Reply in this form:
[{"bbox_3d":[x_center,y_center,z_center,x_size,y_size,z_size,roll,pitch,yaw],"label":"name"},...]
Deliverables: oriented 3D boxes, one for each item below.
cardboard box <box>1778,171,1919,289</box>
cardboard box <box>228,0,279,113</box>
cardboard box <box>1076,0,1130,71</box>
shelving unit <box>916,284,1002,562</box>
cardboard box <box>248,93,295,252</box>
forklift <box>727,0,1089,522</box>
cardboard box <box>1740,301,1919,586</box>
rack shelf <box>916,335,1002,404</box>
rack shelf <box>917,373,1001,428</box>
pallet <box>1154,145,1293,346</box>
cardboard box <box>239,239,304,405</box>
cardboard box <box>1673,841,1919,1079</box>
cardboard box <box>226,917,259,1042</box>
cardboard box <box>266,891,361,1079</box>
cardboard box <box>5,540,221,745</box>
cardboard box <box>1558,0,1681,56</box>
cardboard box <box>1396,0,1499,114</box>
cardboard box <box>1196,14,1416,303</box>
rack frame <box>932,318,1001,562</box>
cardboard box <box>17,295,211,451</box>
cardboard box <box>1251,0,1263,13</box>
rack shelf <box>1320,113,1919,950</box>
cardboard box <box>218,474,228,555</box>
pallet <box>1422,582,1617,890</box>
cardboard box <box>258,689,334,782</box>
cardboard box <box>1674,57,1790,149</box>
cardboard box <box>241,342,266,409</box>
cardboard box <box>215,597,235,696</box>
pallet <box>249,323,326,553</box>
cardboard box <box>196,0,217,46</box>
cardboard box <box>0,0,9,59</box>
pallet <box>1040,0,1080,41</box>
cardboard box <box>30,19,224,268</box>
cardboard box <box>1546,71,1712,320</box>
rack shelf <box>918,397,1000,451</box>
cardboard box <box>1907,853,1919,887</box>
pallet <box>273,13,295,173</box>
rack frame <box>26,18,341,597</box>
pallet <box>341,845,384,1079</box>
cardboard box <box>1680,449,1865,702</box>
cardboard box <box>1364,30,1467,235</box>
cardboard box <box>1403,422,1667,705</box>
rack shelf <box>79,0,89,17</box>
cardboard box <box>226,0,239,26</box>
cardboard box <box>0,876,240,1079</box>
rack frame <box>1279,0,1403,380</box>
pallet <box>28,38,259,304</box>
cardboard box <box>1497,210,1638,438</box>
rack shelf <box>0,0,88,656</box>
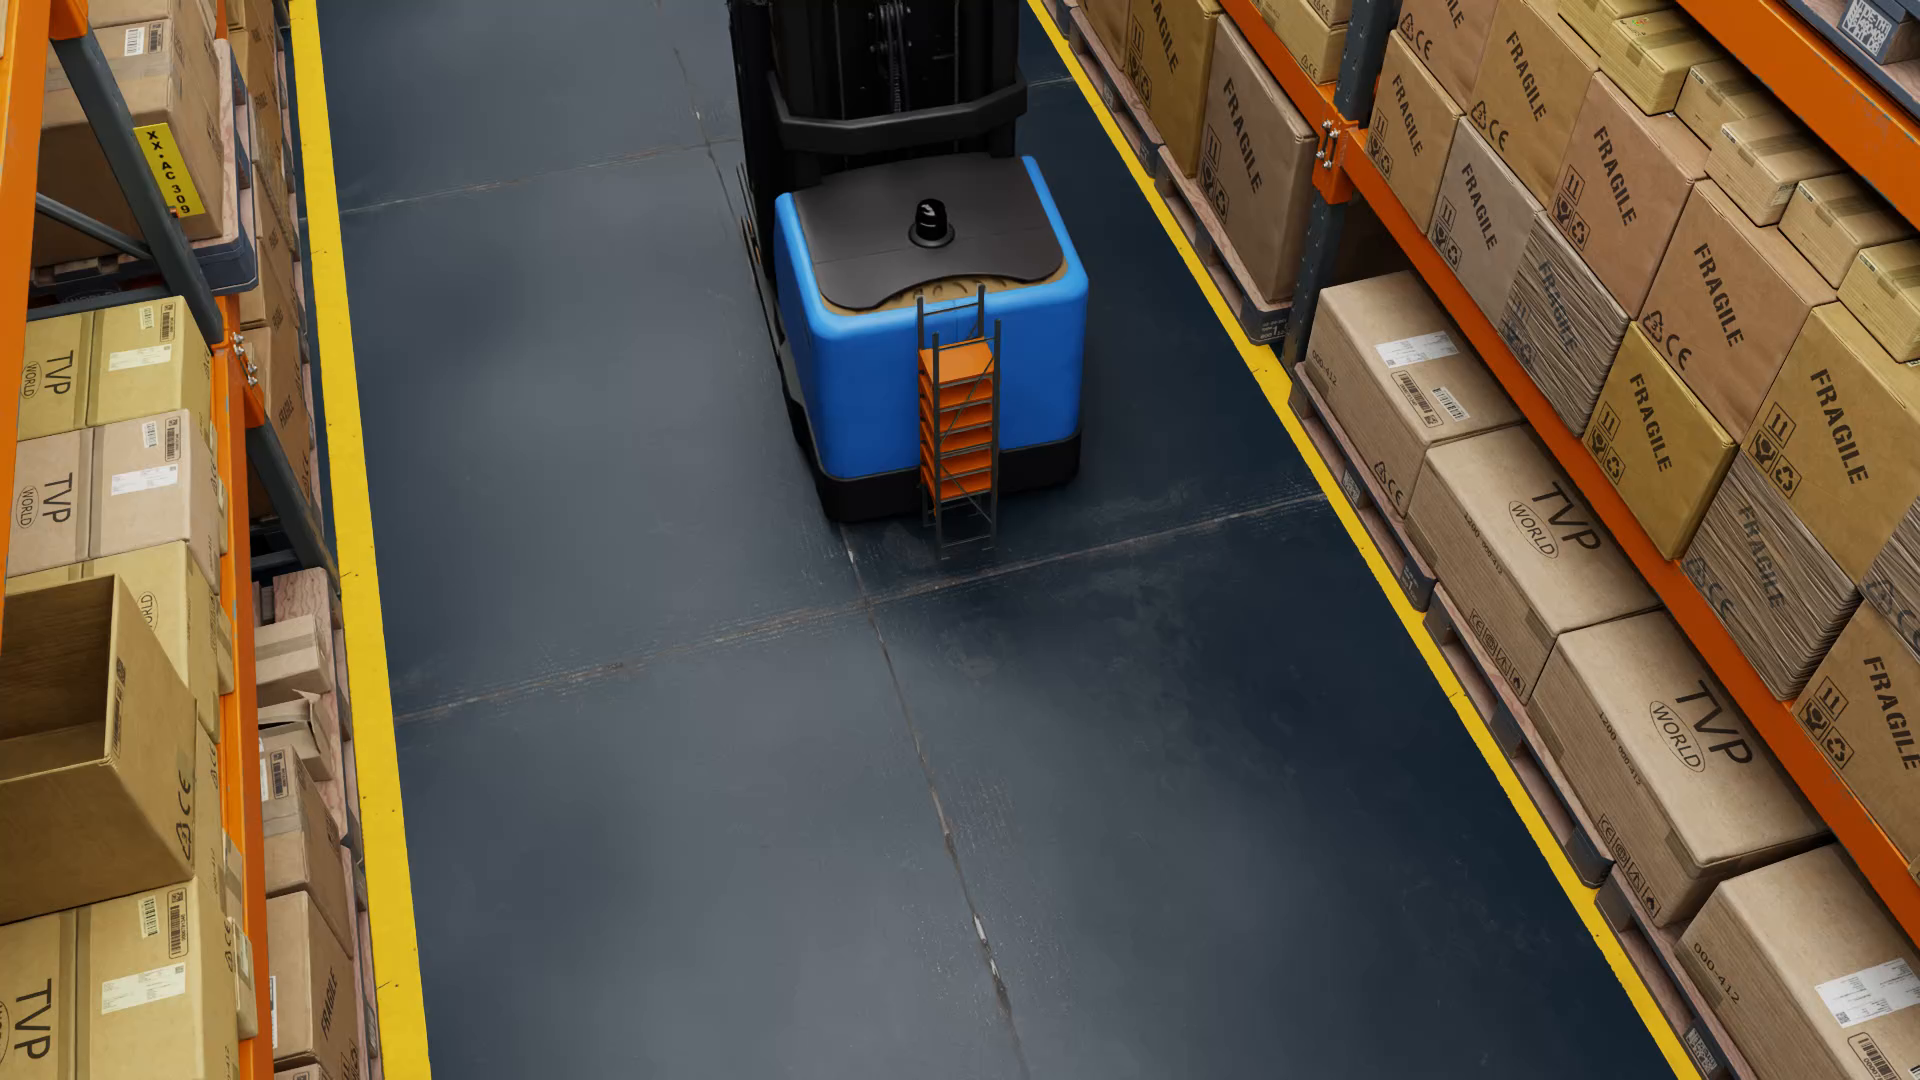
[{"bbox_3d":[2.274,-0.784,4.095,0.380,0.149,0.250,-12,51,-10],"label":"cardboard box"},{"bbox_3d":[-3.577,-2.307,7.883,0.500,0.500,0.500,-14,51,-12],"label":"cardboard box"},{"bbox_3d":[1.080,-3.006,8.227,0.875,0.875,0.875,-13,51,-11],"label":"cardboard box"},{"bbox_3d":[-0.004,-0.397,6.090,0.258,1.200,0.189,-13,51,-11],"label":"shelving unit"},{"bbox_3d":[-3.248,-1.551,7.245,0.500,0.500,0.500,-15,51,-12],"label":"cardboard box"},{"bbox_3d":[-0.372,-2.172,6.453,1.130,2.935,3.031,-11,51,-9],"label":"forklift"},{"bbox_3d":[2.365,-0.278,4.093,0.500,0.500,0.500,-14,51,-11],"label":"cardboard box"},{"bbox_3d":[-0.004,-0.601,5.849,0.258,0.103,0.180,-13,51,-11],"label":"rack shelf"},{"bbox_3d":[-0.004,-0.523,5.940,0.258,0.103,0.180,-13,51,-11],"label":"rack shelf"},{"bbox_3d":[1.578,-1.457,7.630,1.003,0.211,1.213,-13,51,-11],"label":"pallet"},{"bbox_3d":[-2.957,-0.805,6.617,0.500,0.500,0.500,-14,51,-11],"label":"cardboard box"},{"bbox_3d":[2.770,1.343,4.847,0.875,0.438,0.875,-15,51,-12],"label":"cardboard box"},{"bbox_3d":[-1.848,1.064,3.845,0.380,0.149,0.250,-15,51,-12],"label":"cardboard box"},{"bbox_3d":[-2.046,1.397,4.760,0.500,0.500,0.500,-12,51,-10],"label":"cardboard box"},{"bbox_3d":[-2.182,0.315,4.216,0.500,0.250,0.500,-14,51,-11],"label":"cardboard box"},{"bbox_3d":[1.946,-1.528,4.722,0.380,0.149,0.250,-14,51,-11],"label":"cardboard box"},{"bbox_3d":[1.788,-1.761,5.343,0.500,0.500,0.500,-13,51,-11],"label":"cardboard box"},{"bbox_3d":[1.618,-1.695,7.121,0.875,0.875,0.875,-12,51,-10],"label":"cardboard box"},{"bbox_3d":[0.023,-0.330,6.034,0.240,1.200,0.006,-13,51,-11],"label":"rack frame"},{"bbox_3d":[-2.479,-0.415,4.831,0.500,0.250,0.500,-12,51,-10],"label":"cardboard box"},{"bbox_3d":[1.355,-2.404,6.702,0.500,0.250,0.500,-14,51,-11],"label":"cardboard box"},{"bbox_3d":[2.470,-0.117,5.147,1.077,0.370,4.000,-13,51,-11],"label":"rack shelf"},{"bbox_3d":[-2.329,-0.058,4.791,0.380,0.149,0.250,-12,51,-10],"label":"cardboard box"},{"bbox_3d":[2.393,0.555,5.934,1.003,0.211,1.213,-13,51,-11],"label":"pallet"},{"bbox_3d":[-2.311,0.663,5.533,0.396,0.266,0.258,-12,51,-10],"label":"cardboard box"},{"bbox_3d":[2.149,-1.162,4.414,0.380,0.149,0.250,-13,51,-11],"label":"cardboard box"},{"bbox_3d":[-2.714,-0.545,5.973,0.380,0.149,0.250,-11,51,-9],"label":"cardboard box"},{"bbox_3d":[-2.175,0.320,4.472,0.380,0.149,0.250,-14,51,-12],"label":"cardboard box"},{"bbox_3d":[-3.139,-0.371,6.715,1.003,0.211,1.213,-13,51,-11],"label":"pallet"},{"bbox_3d":[-2.907,-1.878,5.974,0.396,0.266,0.258,-11,51,-9],"label":"cardboard box"},{"bbox_3d":[-2.404,-1.195,3.787,0.380,0.149,0.250,-13,51,-11],"label":"cardboard box"},{"bbox_3d":[0.856,-3.239,9.132,1.003,0.211,1.213,-13,51,-11],"label":"pallet"},{"bbox_3d":[-2.792,-1.256,5.296,0.700,0.500,0.500,-12,51,-10],"label":"cardboard box"},{"bbox_3d":[2.072,-1.014,4.713,0.500,0.500,0.500,-12,51,-10],"label":"cardboard box"},{"bbox_3d":[-0.004,-0.446,6.032,0.258,0.103,0.180,-13,51,-11],"label":"rack shelf"},{"bbox_3d":[2.666,0.787,3.849,0.500,0.500,0.500,-13,51,-11],"label":"cardboard box"},{"bbox_3d":[-3.861,-2.153,8.217,1.003,0.211,1.213,-13,51,-11],"label":"pallet"},{"bbox_3d":[-2.862,-0.684,5.155,1.000,3.000,0.127,-13,51,-11],"label":"rack frame"},{"bbox_3d":[-2.296,1.609,5.045,1.003,0.211,1.213,-13,51,-11],"label":"pallet"},{"bbox_3d":[2.370,0.044,4.475,0.500,0.500,0.500,-12,51,-10],"label":"cardboard box"},{"bbox_3d":[1.767,-1.440,5.726,0.500,0.500,0.500,-12,51,-10],"label":"cardboard box"},{"bbox_3d":[2.227,0.018,5.964,0.875,0.438,0.875,-15,51,-12],"label":"cardboard box"},{"bbox_3d":[-3.454,-2.880,5.514,1.077,0.370,4.000,-13,51,-11],"label":"rack shelf"},{"bbox_3d":[-3.511,-2.446,7.576,0.380,0.149,0.250,-15,51,-12],"label":"cardboard box"},{"bbox_3d":[-1.859,1.060,3.588,0.500,0.250,0.500,-14,51,-12],"label":"cardboard box"},{"bbox_3d":[1.878,-1.809,6.103,1.000,3.000,0.127,-13,51,-11],"label":"rack frame"},{"bbox_3d":[-2.994,-1.231,5.741,1.003,0.211,1.213,-13,51,-11],"label":"pallet"},{"bbox_3d":[2.053,-0.706,5.108,0.500,0.500,0.500,-13,51,-11],"label":"cardboard box"},{"bbox_3d":[-2.271,0.041,3.051,1.077,0.370,4.000,-13,51,-11],"label":"rack shelf"}]
